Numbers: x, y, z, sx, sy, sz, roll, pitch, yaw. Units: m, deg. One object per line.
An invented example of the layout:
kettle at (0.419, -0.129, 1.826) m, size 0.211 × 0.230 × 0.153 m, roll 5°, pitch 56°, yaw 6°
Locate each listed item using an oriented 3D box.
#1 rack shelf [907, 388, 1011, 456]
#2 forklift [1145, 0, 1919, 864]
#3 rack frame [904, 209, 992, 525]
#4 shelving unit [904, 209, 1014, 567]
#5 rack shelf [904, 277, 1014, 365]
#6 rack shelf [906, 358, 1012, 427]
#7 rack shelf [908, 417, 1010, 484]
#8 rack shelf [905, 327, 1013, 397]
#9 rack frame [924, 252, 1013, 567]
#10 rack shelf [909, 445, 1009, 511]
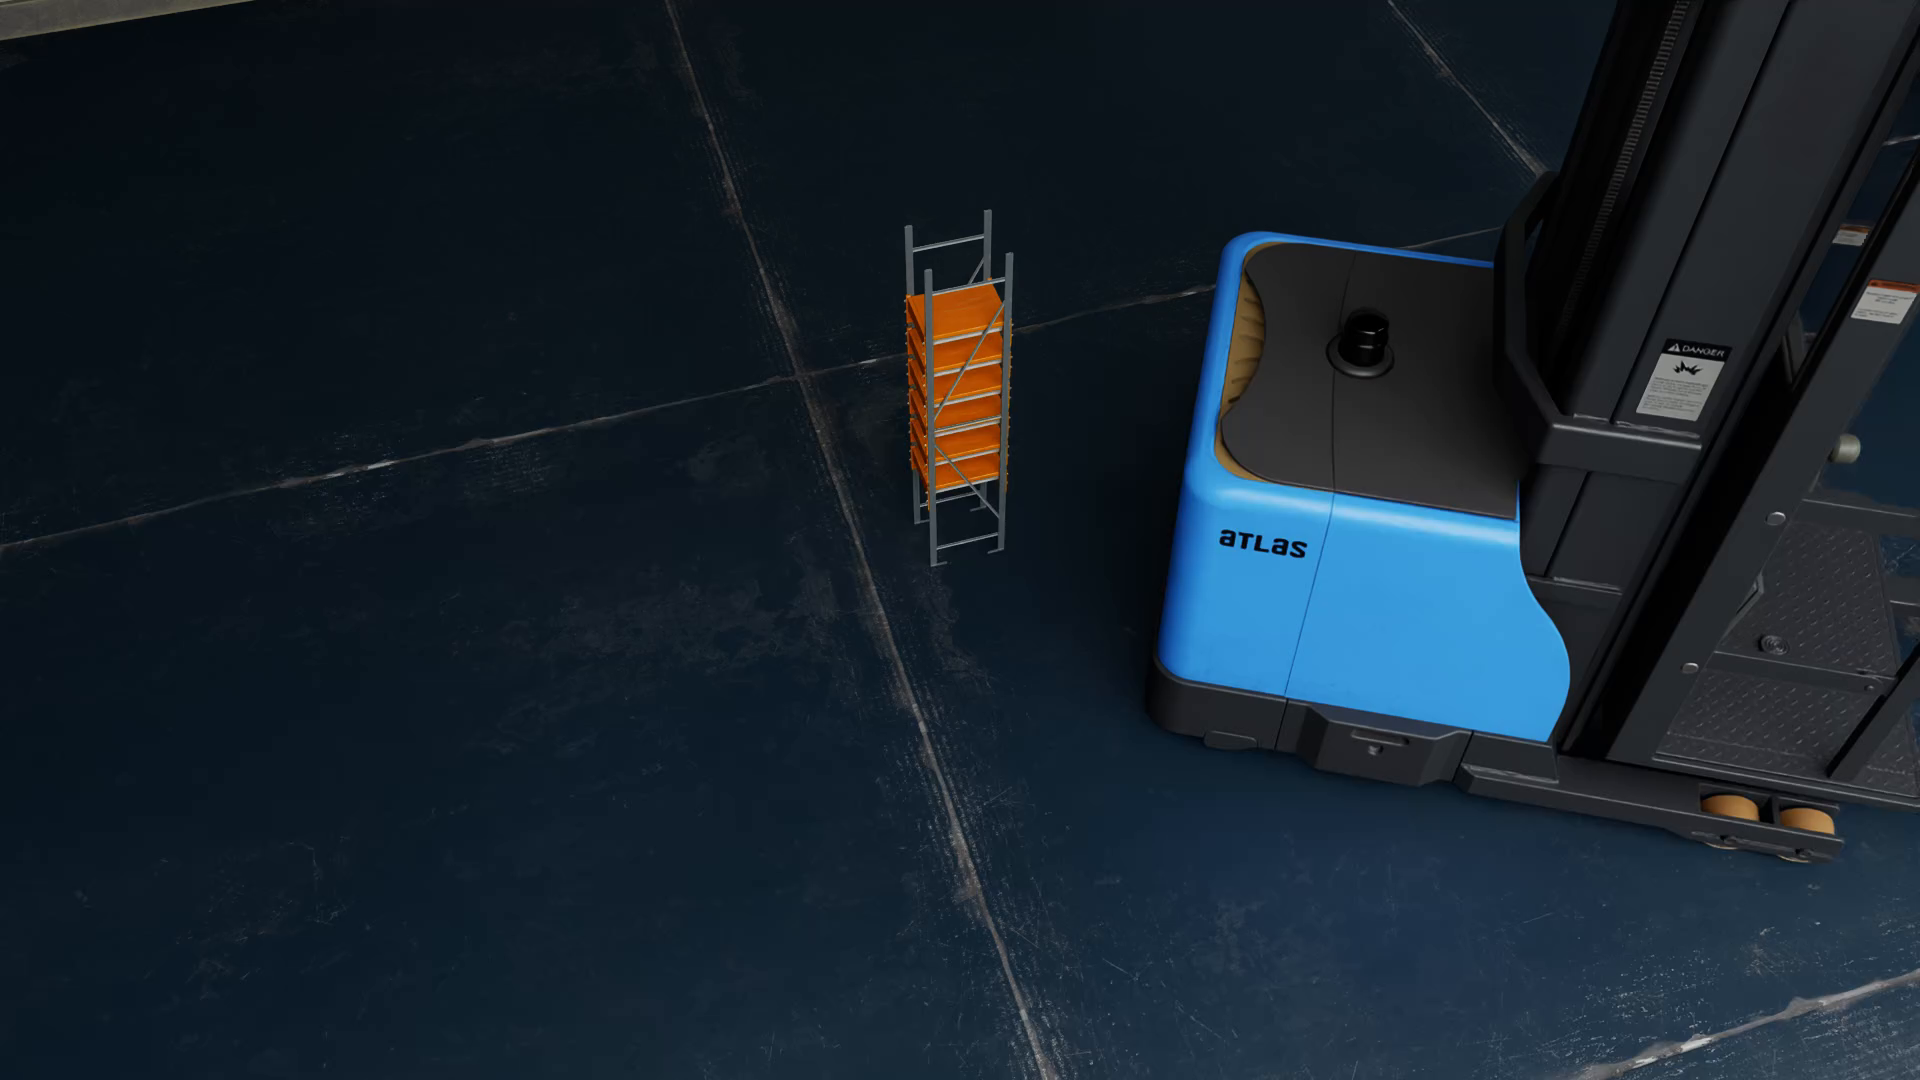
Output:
rack shelf at (-0.004, -0.369, 4.834) m, size 0.258 × 0.103 × 0.180 m, roll -13°, pitch 51°, yaw -11°
forklift at (2.100, -0.518, 3.770) m, size 3.031 × 2.935 × 1.130 m, roll 9°, pitch 51°, yaw 8°
rack frame at (-0.031, -0.464, 4.857) m, size 0.240 × 1.200 × 0.006 m, roll -13°, pitch 51°, yaw -11°
shelving unit at (-0.004, -0.397, 4.800) m, size 0.258 × 1.200 × 0.189 m, roll -13°, pitch 51°, yaw -11°
rack shelf at (-0.004, -0.601, 4.559) m, size 0.258 × 0.103 × 0.180 m, roll -13°, pitch 51°, yaw -11°
rack shelf at (-0.004, -0.446, 4.742) m, size 0.258 × 0.103 × 0.180 m, roll -13°, pitch 51°, yaw -11°
rack shelf at (-0.004, -0.291, 4.926) m, size 0.258 × 0.103 × 0.180 m, roll -13°, pitch 51°, yaw -11°
rack shelf at (-0.004, -0.523, 4.651) m, size 0.258 × 0.103 × 0.180 m, roll -13°, pitch 51°, yaw -11°
rack frame at (0.023, -0.330, 4.744) m, size 0.240 × 1.200 × 0.006 m, roll -13°, pitch 51°, yaw -11°
rack shelf at (-0.004, -0.214, 5.018) m, size 0.258 × 0.103 × 0.180 m, roll -13°, pitch 51°, yaw -11°
